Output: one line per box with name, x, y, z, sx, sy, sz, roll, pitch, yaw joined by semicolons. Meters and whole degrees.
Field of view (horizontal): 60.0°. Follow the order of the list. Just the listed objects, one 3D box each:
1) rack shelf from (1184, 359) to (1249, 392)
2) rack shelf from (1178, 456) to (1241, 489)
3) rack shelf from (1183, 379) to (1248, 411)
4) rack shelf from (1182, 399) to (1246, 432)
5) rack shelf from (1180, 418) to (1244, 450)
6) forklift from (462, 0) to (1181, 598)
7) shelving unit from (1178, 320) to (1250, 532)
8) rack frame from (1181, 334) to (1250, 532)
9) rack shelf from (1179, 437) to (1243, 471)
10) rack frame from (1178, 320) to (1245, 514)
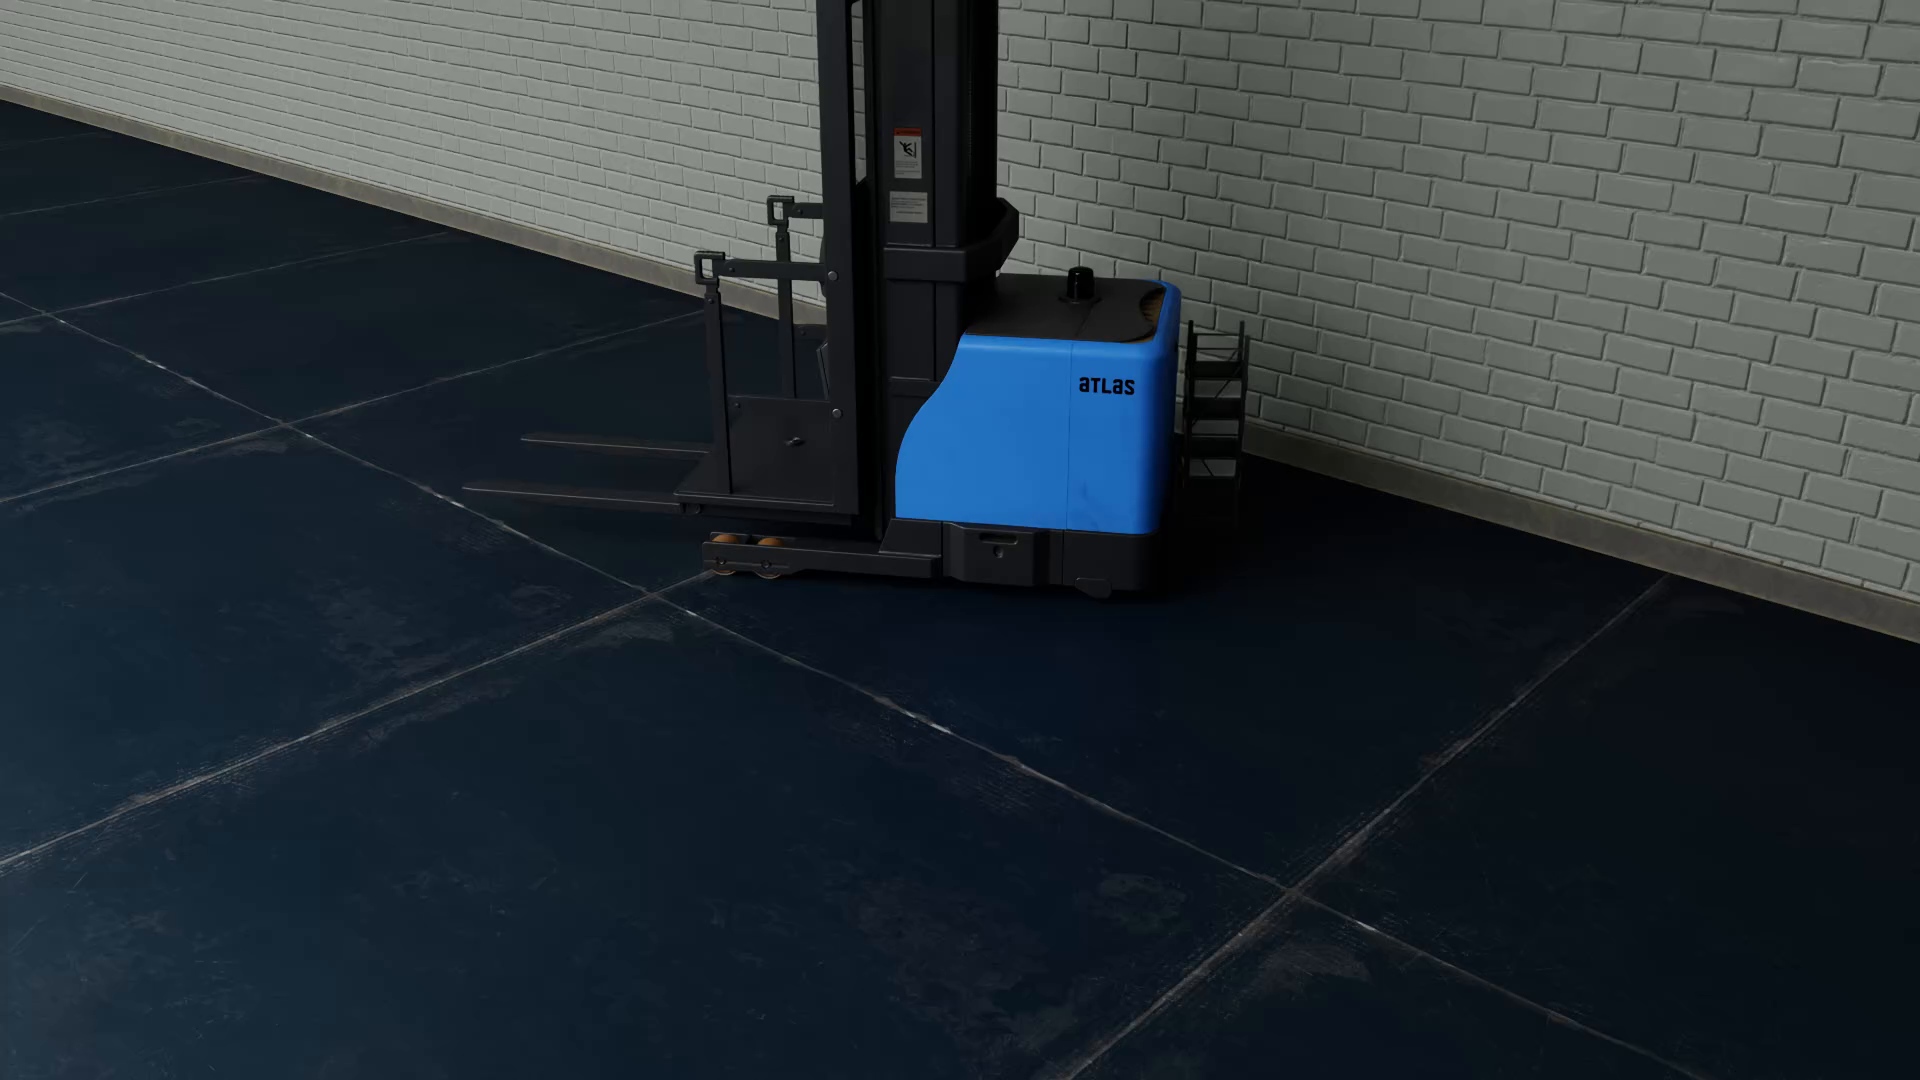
rack shelf;1.101;-0.708;7.150;0.258;0.077;0.200;1;24;2
rack shelf;1.100;-0.297;7.334;0.258;0.077;0.200;1;24;2
rack shelf;1.100;-0.625;7.186;0.258;0.077;0.200;1;24;2
rack shelf;1.100;-0.543;7.223;0.258;0.077;0.200;1;24;2
rack shelf;1.100;-0.461;7.260;0.258;0.077;0.200;1;24;2
forklift;-0.613;-1.383;6.752;3.031;2.935;1.130;4;25;9
shelving unit;1.100;-0.492;7.246;0.258;0.900;0.210;1;24;2
rack frame;1.096;-0.450;7.154;0.240;0.900;0.006;1;24;2
rack shelf;1.100;-0.379;7.297;0.258;0.077;0.200;1;24;2
rack frame;1.105;-0.533;7.339;0.240;0.900;0.006;1;24;2
